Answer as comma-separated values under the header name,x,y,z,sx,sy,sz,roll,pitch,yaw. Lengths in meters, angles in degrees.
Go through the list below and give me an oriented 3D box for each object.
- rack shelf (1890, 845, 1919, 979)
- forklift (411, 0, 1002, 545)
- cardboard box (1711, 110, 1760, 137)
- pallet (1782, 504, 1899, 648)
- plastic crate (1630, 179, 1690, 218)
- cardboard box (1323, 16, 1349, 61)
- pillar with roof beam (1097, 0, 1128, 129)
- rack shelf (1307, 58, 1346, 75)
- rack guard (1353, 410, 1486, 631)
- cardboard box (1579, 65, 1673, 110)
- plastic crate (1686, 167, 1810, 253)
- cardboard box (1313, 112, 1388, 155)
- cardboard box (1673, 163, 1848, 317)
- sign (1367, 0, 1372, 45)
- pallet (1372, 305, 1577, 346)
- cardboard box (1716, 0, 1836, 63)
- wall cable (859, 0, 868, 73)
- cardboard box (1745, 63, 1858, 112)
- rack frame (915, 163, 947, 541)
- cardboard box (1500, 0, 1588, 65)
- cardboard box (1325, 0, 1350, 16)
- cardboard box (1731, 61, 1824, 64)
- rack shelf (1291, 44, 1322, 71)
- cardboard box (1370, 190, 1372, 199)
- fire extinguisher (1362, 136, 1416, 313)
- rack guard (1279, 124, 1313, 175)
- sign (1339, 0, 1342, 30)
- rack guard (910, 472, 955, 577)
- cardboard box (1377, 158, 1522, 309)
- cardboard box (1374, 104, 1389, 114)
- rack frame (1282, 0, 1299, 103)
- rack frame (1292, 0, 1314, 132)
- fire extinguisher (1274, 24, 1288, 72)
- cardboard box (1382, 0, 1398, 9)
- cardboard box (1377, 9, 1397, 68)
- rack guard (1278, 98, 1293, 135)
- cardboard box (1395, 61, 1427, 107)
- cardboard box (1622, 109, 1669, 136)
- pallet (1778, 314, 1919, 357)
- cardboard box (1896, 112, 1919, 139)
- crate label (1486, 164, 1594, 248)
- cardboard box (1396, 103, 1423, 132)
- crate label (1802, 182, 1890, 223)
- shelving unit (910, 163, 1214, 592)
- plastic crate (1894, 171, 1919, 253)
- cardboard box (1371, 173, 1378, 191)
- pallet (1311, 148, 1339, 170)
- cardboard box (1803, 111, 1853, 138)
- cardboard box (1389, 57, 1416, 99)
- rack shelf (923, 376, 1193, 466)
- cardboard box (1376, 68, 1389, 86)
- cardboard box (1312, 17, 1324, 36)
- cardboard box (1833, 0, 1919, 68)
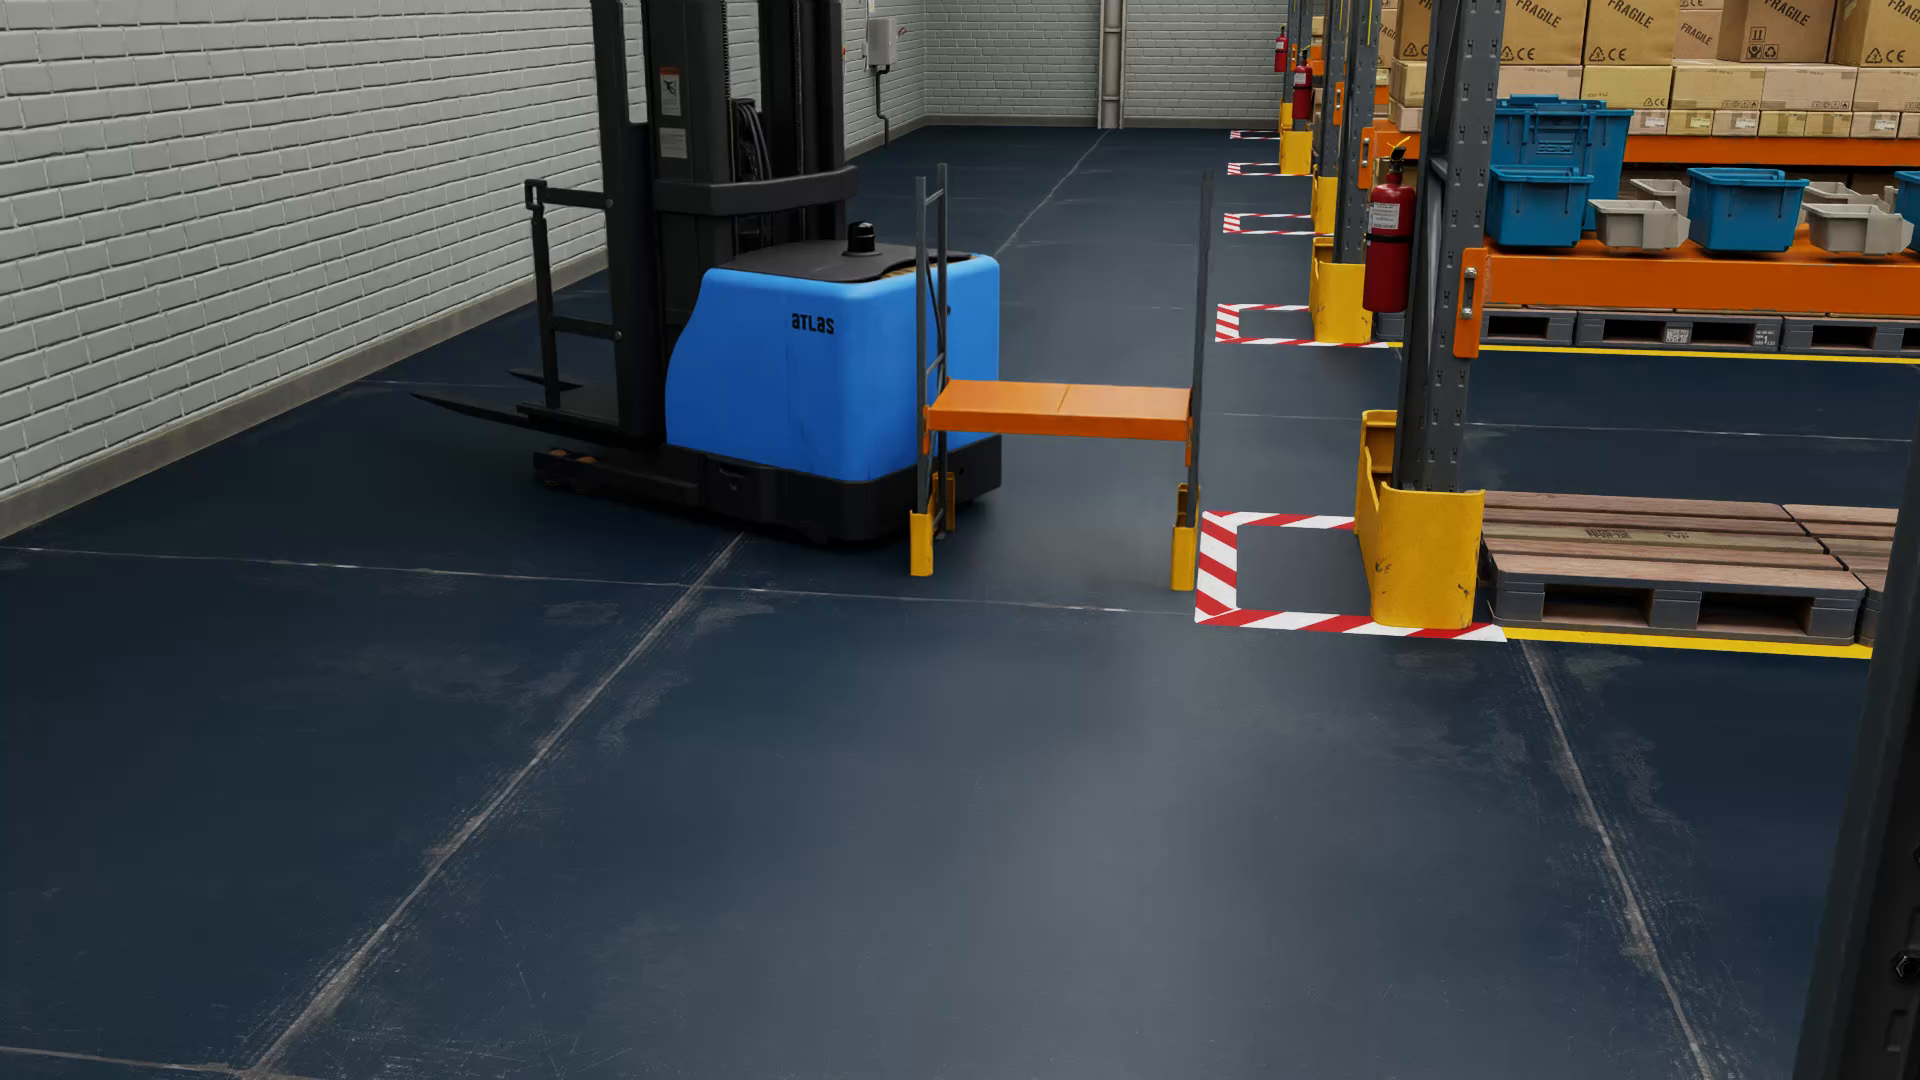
name,x,y,z,sx,sy,sz,roll,pitch,yaw
rack shelf,2.938,0.698,1.124,4.000,0.370,1.077,3,19,9
forklift,-1.314,-1.719,7.320,3.031,2.935,1.130,13,22,33
cardboard box,4.615,-2.517,9.995,0.250,0.149,0.380,3,19,10
pallet,3.762,0.142,6.045,1.213,0.211,1.003,3,19,9
plastic crate,2.587,-1.215,6.027,0.243,0.136,0.396,3,19,9
cardboard box,4.539,-5.885,19.508,0.500,0.500,0.500,3,19,8
pillar with roof beam,1.692,-9.422,20.780,0.400,9.000,9.100,3,19,9
rack shelf,6.085,-5.510,19.678,4.000,0.370,1.077,3,19,9
rack guard,1.727,-0.107,6.336,0.348,0.500,1.175,3,19,9
cardboard box,3.979,-2.758,10.087,0.500,0.250,0.500,2,19,7
plastic crate,2.594,-1.096,5.521,0.300,0.233,0.416,3,19,9
cardboard box,4.778,-4.934,20.199,0.875,0.438,0.875,2,19,7
cardboard box,4.960,-1.941,10.564,0.875,0.875,0.875,3,19,9
sign,2.445,-3.122,9.917,0.005,0.325,0.100,3,19,9
pallet,3.340,-1.509,10.981,1.213,0.211,1.003,3,19,9
cardboard box,5.056,-3.228,10.308,0.500,0.500,0.500,2,19,7
wall cable,-1.247,-7.155,21.860,0.122,1.984,0.588,3,19,9
cardboard box,4.995,-2.707,9.934,0.500,0.250,0.500,3,19,10
rack frame,-0.106,-0.662,6.412,0.032,1.500,0.500,3,19,9
cardboard box,3.463,-3.139,10.043,0.500,0.500,0.500,2,19,7
cardboard box,4.539,-6.360,19.351,0.500,0.500,0.500,3,19,7
cardboard box,5.063,-2.873,10.429,0.500,0.250,0.500,3,19,10
rack shelf,6.869,-7.066,24.326,4.000,0.370,1.077,3,19,9
cardboard box,3.892,-3.117,15.222,0.250,0.149,0.380,3,19,10
fire extinguisher,1.676,-1.232,6.468,0.183,0.674,0.296,3,19,9
rack guard,4.087,-4.768,20.265,0.348,0.500,1.175,3,19,9
sign,3.339,-4.637,14.569,0.005,0.325,0.100,3,19,9
rack guard,-0.107,-0.070,6.611,0.087,0.250,0.587,3,19,9
cardboard box,3.183,-2.032,10.835,0.875,0.875,0.875,3,19,9
cardboard box,6.321,-6.405,24.497,0.500,0.500,0.700,4,19,11
rack frame,4.894,-7.507,24.513,0.127,3.000,1.000,3,19,9
rack frame,4.110,-5.952,19.865,0.127,3.000,1.000,3,19,9
fire extinguisher,4.676,-7.156,24.174,0.183,0.674,0.296,3,19,9
cardboard box,3.826,-4.953,14.677,0.500,0.500,0.500,3,19,8
cardboard box,3.825,-4.476,14.825,0.500,0.500,0.500,4,19,11
rack guard,4.969,-6.318,24.898,0.348,0.500,1.175,3,19,9
cardboard box,2.970,-2.809,10.237,0.500,0.250,0.500,2,19,7
cardboard box,4.107,-2.543,10.072,0.250,0.149,0.380,3,19,8
pallet,5.750,-1.387,10.614,1.213,0.211,1.003,3,19,9
cardboard box,5.627,-2.466,9.840,0.250,0.149,0.380,3,19,8
crate label,1.944,-1.129,5.620,0.303,0.233,0.416,3,19,9
cardboard box,2.837,-2.607,10.263,0.250,0.149,0.380,3,19,9
crate label,3.150,-1.189,5.951,0.243,0.136,0.396,3,19,9
shelving unit,0.386,-0.636,6.336,1.083,1.500,0.587,3,19,9
plastic crate,3.245,-1.063,5.422,0.300,0.233,0.416,3,19,9
cardboard box,3.902,-3.278,15.234,0.250,0.149,0.380,4,19,11
pallet,4.912,-4.614,20.260,1.213,0.211,1.003,3,19,9
cardboard box,5.119,-2.491,9.918,0.250,0.149,0.380,3,19,10
cardboard box,3.059,-2.976,10.738,0.500,0.250,0.500,3,19,8
rack shelf,0.395,-0.465,6.392,1.000,0.185,0.538,3,19,9
cardboard box,3.693,-4.158,14.899,0.250,0.149,0.380,3,19,8
cardboard box,5.299,-7.470,24.169,0.500,0.250,0.500,3,19,9
cardboard box,5.498,-3.038,9.740,0.500,0.500,0.500,3,19,9
